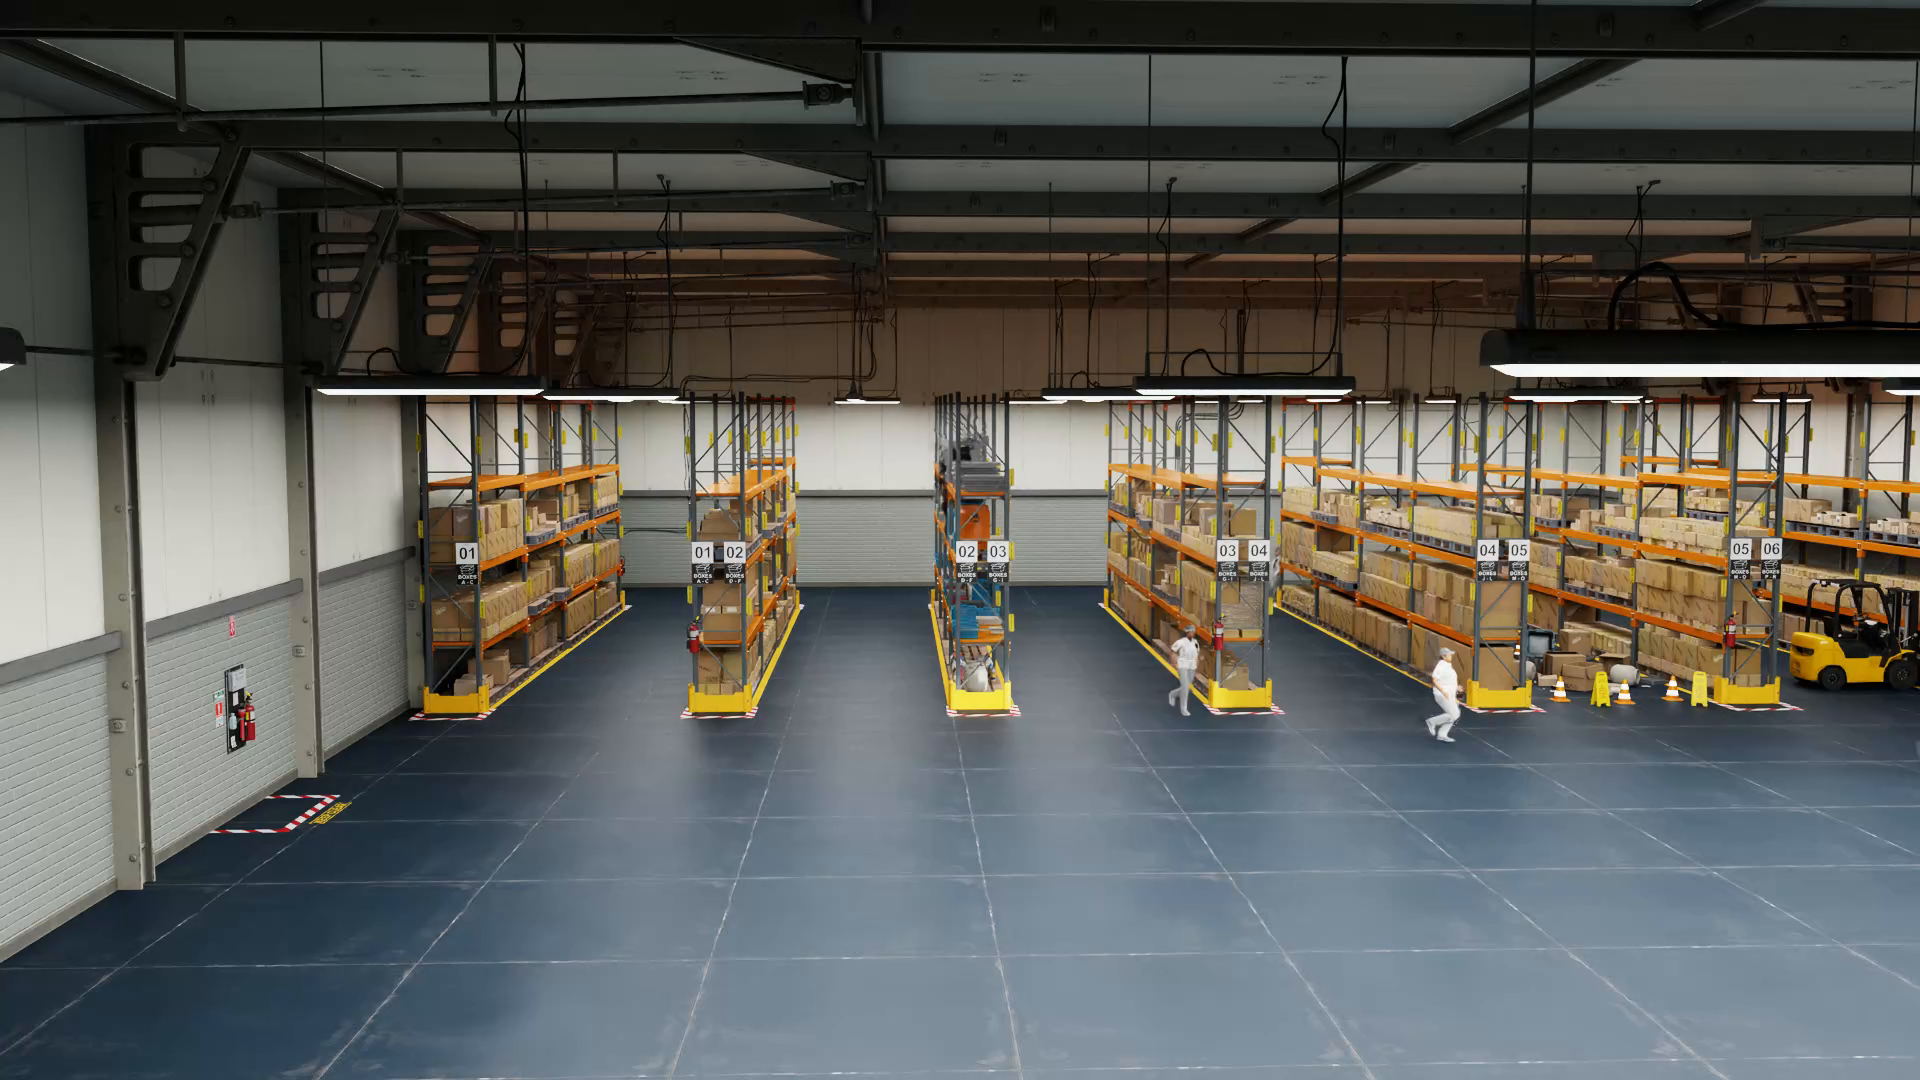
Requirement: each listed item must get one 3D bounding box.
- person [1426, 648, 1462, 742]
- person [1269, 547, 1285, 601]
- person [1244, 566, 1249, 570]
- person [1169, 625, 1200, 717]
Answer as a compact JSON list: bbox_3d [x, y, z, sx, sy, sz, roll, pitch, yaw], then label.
[{"bbox_3d":[8.287,2.641,28.431,0.554,1.617,0.621,2,5,26],"label":"person"},{"bbox_3d":[9.363,1.011,48.884,0.574,1.648,0.657,-1,5,-11],"label":"person"},{"bbox_3d":[8.025,1.213,45.474,0.685,1.770,0.748,0,5,-4],"label":"person"},{"bbox_3d":[4.232,2.410,31.168,0.629,1.668,0.808,-2,5,-28],"label":"person"}]
